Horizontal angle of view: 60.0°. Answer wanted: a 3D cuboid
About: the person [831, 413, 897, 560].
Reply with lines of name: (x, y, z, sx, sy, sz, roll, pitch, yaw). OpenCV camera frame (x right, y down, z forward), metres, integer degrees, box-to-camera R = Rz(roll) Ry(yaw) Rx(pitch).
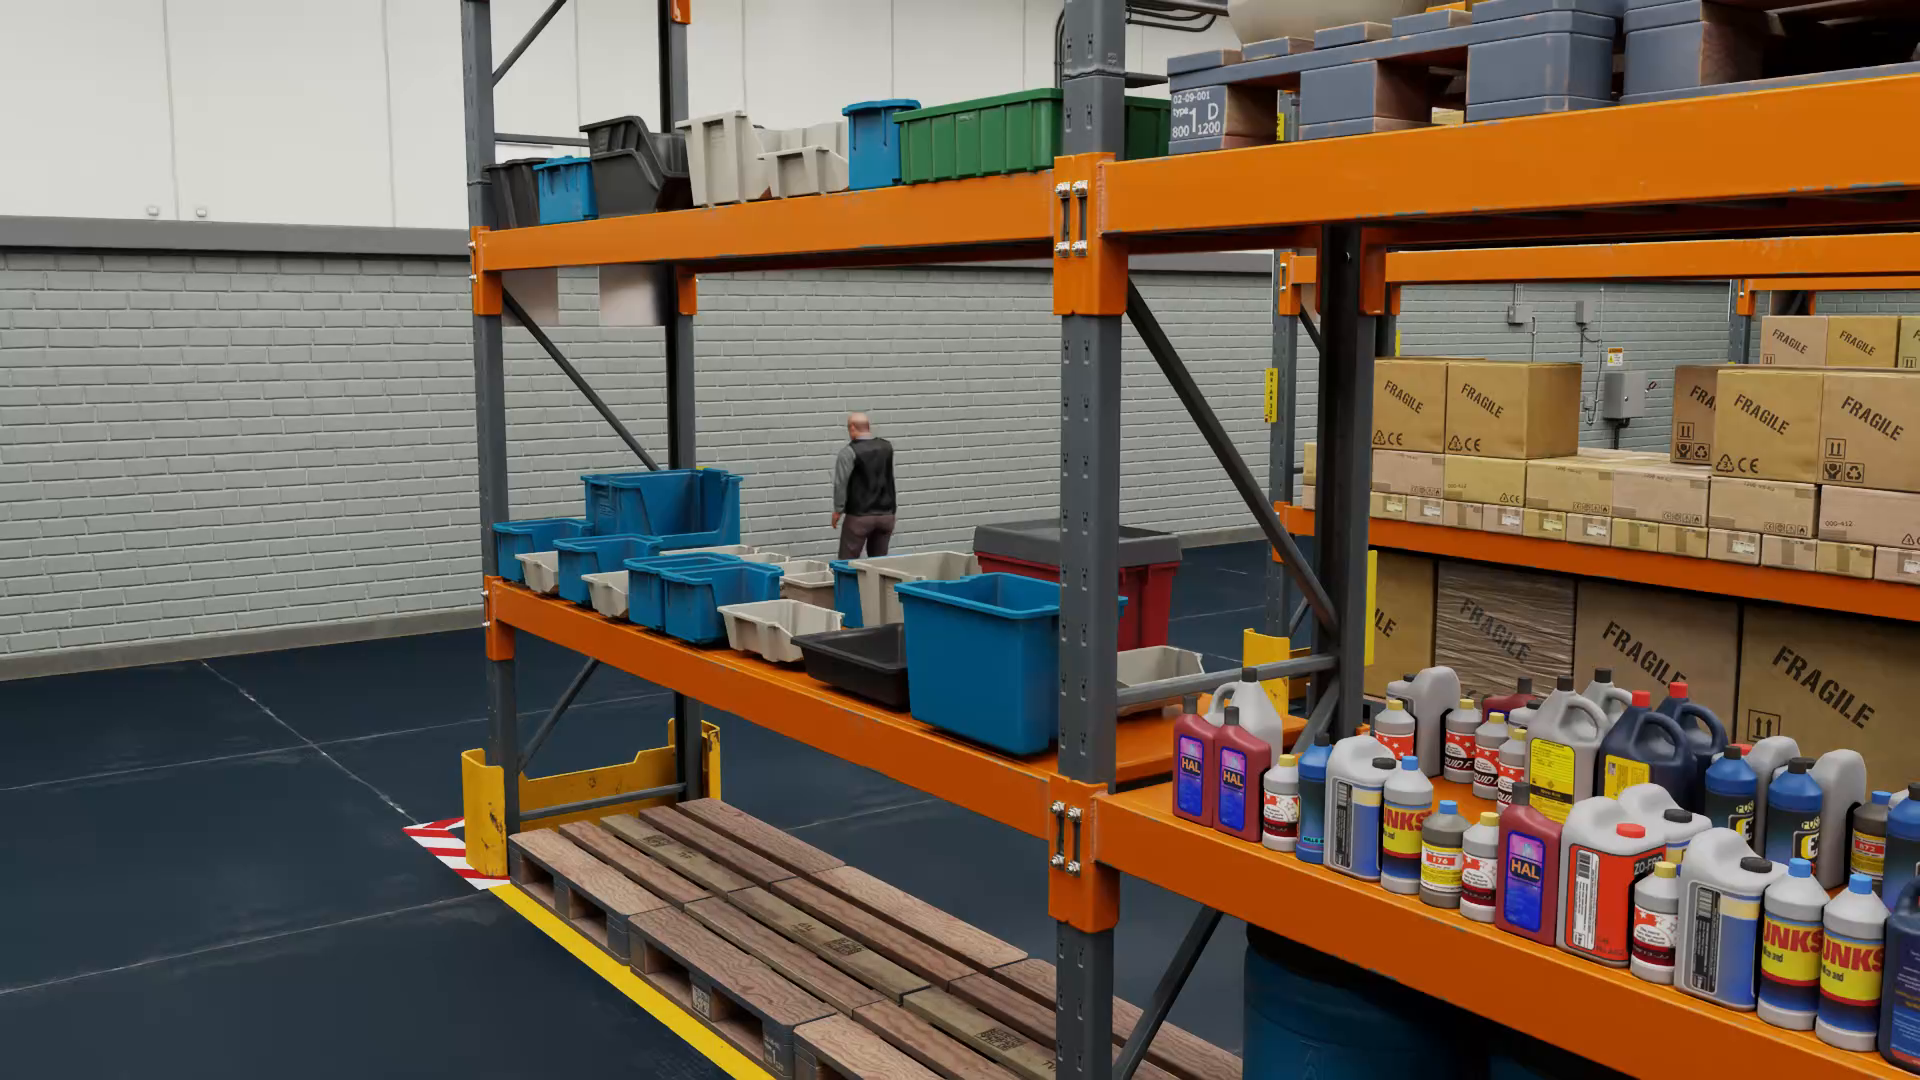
person: (-0.769, -0.185, 13.463, 0.556, 1.678, 0.416, -5, 9, -34)
